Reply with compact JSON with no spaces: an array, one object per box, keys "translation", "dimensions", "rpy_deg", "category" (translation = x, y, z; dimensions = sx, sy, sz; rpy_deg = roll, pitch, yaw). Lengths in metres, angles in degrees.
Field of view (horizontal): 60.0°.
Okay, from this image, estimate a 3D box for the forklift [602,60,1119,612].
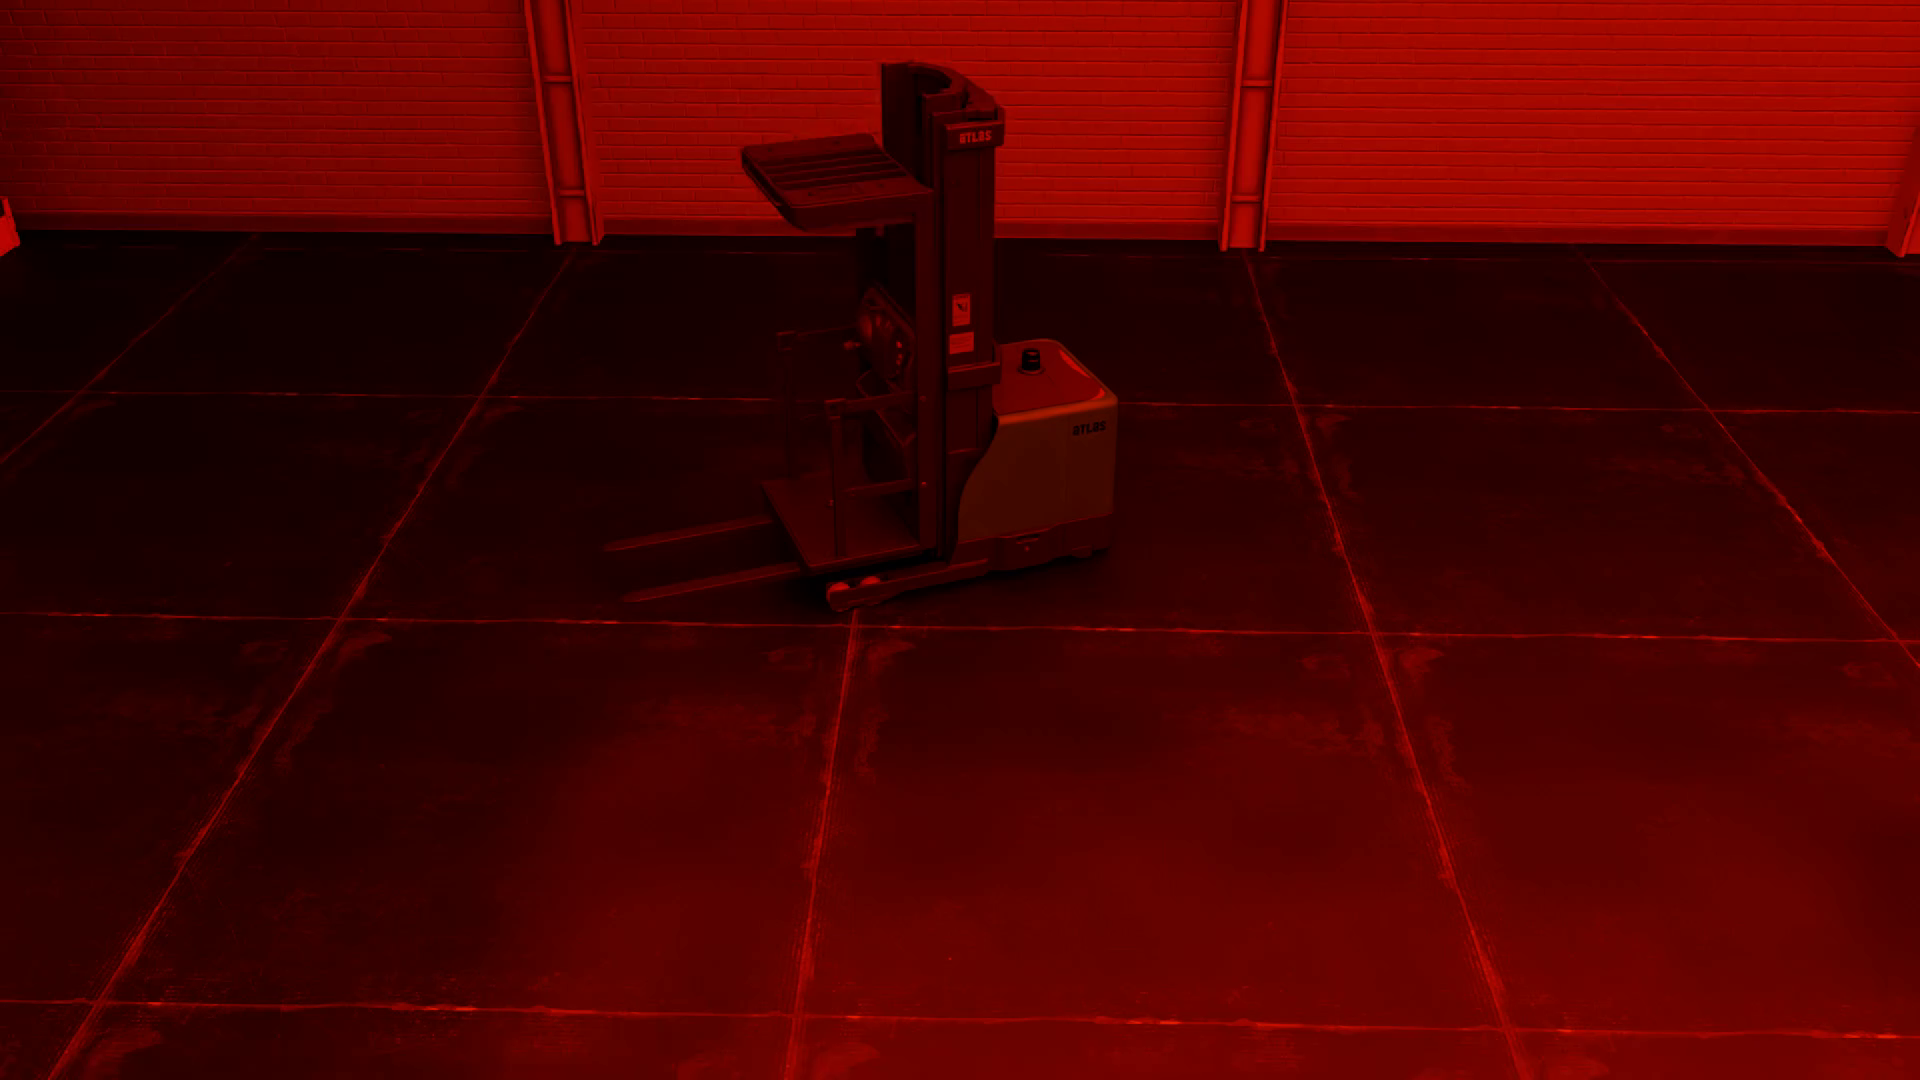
[{"translation":[-0.616,-1.144,9.555],"dimensions":[3.031,2.935,1.130],"rpy_deg":[-11,32,-18],"category":"forklift"}]
